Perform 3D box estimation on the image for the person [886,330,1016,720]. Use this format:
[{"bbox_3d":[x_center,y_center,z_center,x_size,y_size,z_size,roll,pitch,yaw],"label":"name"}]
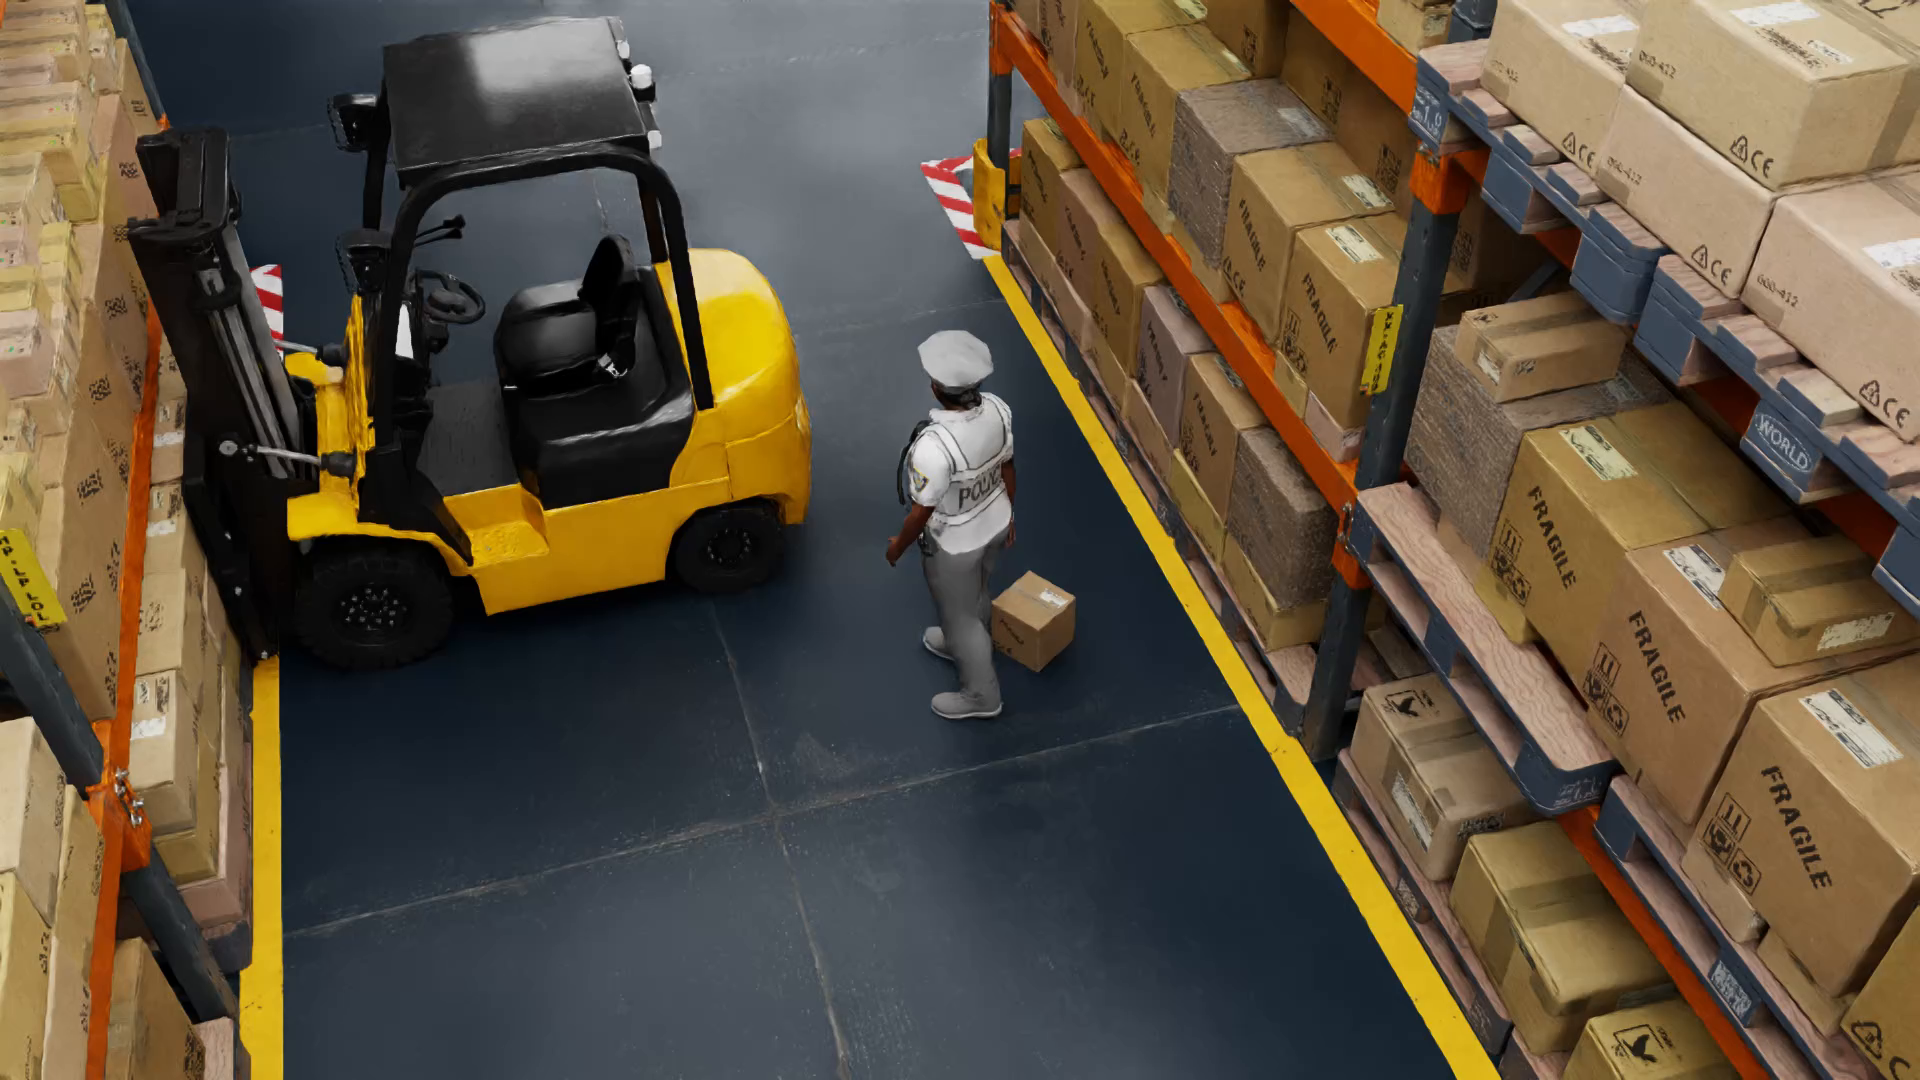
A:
[{"bbox_3d":[-0.022,-0.032,6.179,0.523,1.685,0.483,27,49,27],"label":"person"}]
